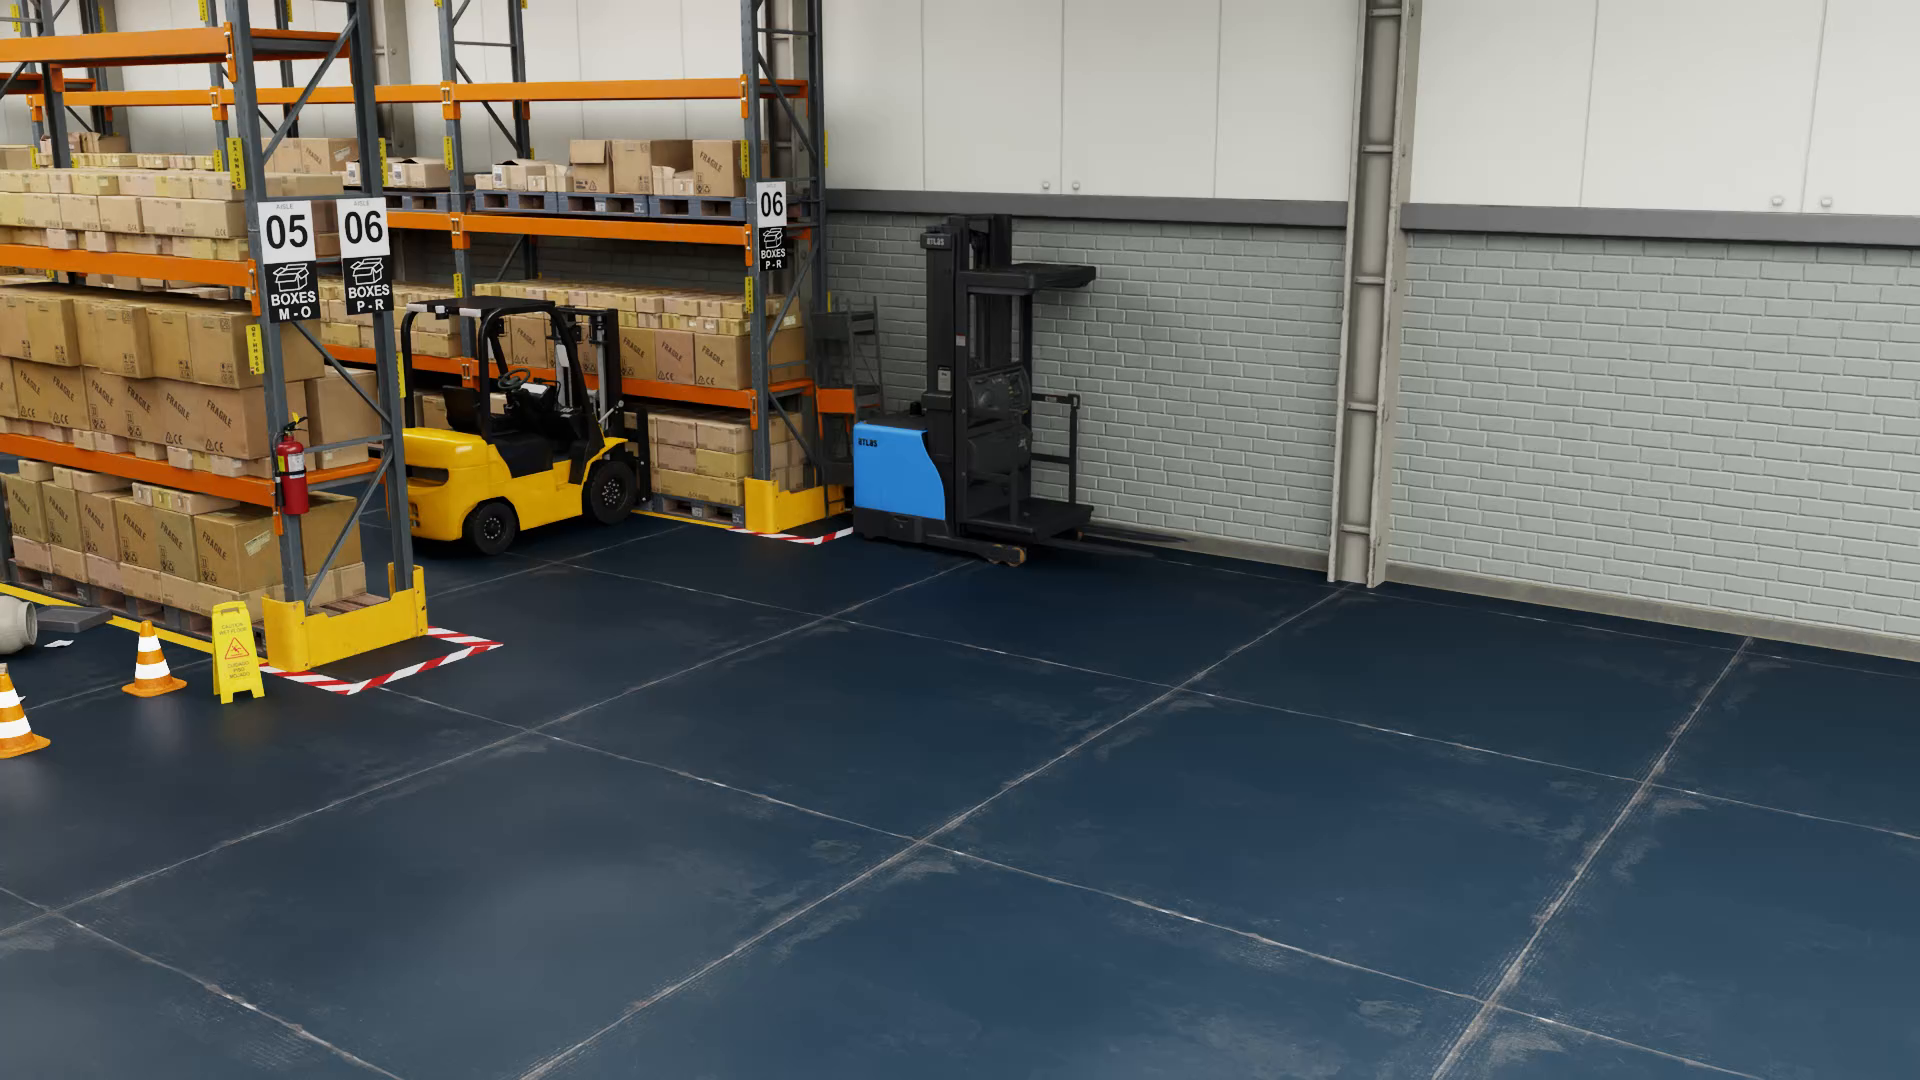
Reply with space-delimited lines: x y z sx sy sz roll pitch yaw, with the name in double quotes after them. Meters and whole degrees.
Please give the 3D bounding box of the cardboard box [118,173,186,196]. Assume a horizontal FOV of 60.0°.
-5.804 -2.559 11.967 0.250 0.149 0.380 9 16 31 "cardboard box"

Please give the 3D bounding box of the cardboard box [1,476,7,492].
-8.715 -0.290 14.775 0.625 0.372 0.950 10 17 36 "cardboard box"

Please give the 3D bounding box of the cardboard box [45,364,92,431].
-6.631 -1.142 12.794 0.500 0.500 0.500 9 17 32 "cardboard box"

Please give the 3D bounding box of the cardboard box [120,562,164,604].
-6.044 0.276 12.741 0.500 0.250 0.500 8 16 31 "cardboard box"

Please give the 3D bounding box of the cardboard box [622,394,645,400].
-3.555 -1.378 17.342 0.500 0.250 0.500 9 17 33 "cardboard box"

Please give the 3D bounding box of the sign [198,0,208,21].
-8.526 -6.017 18.723 0.005 0.325 0.100 9 17 33 "sign"

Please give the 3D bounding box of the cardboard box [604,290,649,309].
-3.284 -2.369 16.399 0.250 0.149 0.380 9 17 34 "cardboard box"

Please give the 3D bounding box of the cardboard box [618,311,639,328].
-3.115 -2.171 16.221 0.250 0.149 0.380 9 17 33 "cardboard box"

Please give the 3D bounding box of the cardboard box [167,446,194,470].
-5.494 -0.625 12.053 0.250 0.149 0.380 10 17 34 "cardboard box"

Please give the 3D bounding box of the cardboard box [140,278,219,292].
-9.689 -3.159 20.680 0.637 0.503 0.797 9 16 32 "cardboard box"

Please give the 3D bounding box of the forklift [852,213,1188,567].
0.521 -1.338 14.557 3.031 2.935 1.130 9 17 33 "forklift"

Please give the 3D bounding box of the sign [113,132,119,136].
-11.244 -5.269 22.154 0.005 0.325 0.100 9 17 33 "sign"

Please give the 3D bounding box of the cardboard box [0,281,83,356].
-7.435 -1.772 13.260 0.500 0.500 0.700 9 17 32 "cardboard box"

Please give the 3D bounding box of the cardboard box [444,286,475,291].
-5.484 -2.720 18.438 0.250 0.149 0.380 9 17 33 "cardboard box"

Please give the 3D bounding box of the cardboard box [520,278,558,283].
-4.479 -2.712 17.785 0.250 0.149 0.380 9 17 33 "cardboard box"

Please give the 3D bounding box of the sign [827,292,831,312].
-1.279 -2.219 16.004 0.005 0.325 0.100 9 17 33 "sign"

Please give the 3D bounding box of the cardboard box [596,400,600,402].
-3.848 -1.279 16.940 0.500 0.250 0.500 10 17 35 "cardboard box"

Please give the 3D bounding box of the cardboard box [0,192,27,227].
-7.034 -2.543 12.732 0.500 0.250 0.500 9 17 32 "cardboard box"

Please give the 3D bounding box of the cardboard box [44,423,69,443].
-6.935 -0.875 13.065 0.250 0.149 0.380 10 17 35 "cardboard box"

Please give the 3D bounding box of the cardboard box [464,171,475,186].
-5.507 -3.926 18.066 0.250 0.149 0.380 9 17 33 "cardboard box"

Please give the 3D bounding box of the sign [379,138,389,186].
-4.058 -2.648 11.645 0.005 0.325 0.100 9 17 33 "sign"

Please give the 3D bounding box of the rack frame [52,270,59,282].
-11.551 -3.259 22.175 0.127 3.000 1.000 9 17 33 "rack frame"

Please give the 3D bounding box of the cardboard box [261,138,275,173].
-7.766 -4.334 18.984 0.500 0.500 0.500 9 17 33 "cardboard box"

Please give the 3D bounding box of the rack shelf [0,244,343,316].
-6.020 -2.035 12.483 4.000 0.370 1.077 9 17 33 "rack shelf"

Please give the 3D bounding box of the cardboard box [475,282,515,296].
-4.813 -2.592 17.303 0.250 0.149 0.380 10 17 34 "cardboard box"

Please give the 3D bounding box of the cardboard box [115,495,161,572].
-6.021 -0.087 12.647 0.500 0.500 0.500 9 16 32 "cardboard box"

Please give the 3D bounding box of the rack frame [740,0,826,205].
-1.593 -4.562 14.953 0.127 3.000 1.000 9 17 33 "rack frame"

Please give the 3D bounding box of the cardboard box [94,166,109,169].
-10.470 -4.554 20.604 0.250 0.149 0.380 10 17 34 "cardboard box"

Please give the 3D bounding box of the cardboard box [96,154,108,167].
-10.440 -4.704 20.588 0.250 0.149 0.380 9 17 33 "cardboard box"

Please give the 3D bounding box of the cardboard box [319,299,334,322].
-7.161 -2.644 18.958 0.500 0.250 0.500 9 16 31 "cardboard box"

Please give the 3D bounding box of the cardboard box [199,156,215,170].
-8.682 -4.431 19.530 0.250 0.149 0.380 10 17 35 "cardboard box"

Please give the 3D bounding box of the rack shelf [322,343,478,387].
-6.572 -2.106 19.011 4.000 0.370 1.077 9 17 33 "rack shelf"

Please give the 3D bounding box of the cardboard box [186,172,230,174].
-5.529 -2.660 12.374 0.250 0.149 0.380 10 17 34 "cardboard box"

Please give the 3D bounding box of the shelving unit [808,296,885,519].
-1.042 -1.252 15.864 0.503 2.100 0.431 5 14 39 "shelving unit"

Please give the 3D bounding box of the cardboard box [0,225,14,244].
-7.373 -2.393 12.955 0.250 0.149 0.380 9 17 33 "cardboard box"

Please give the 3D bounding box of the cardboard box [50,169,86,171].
-7.036 -2.899 13.340 0.250 0.149 0.380 9 16 31 "cardboard box"

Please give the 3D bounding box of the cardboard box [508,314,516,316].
-4.579 -2.420 17.227 0.250 0.149 0.380 10 17 34 "cardboard box"

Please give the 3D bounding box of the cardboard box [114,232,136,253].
-5.860 -2.163 12.028 0.250 0.149 0.380 9 16 31 "cardboard box"

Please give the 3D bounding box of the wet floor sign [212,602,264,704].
-4.800 0.722 10.992 0.267 0.644 0.232 -10 17 -35 "wet floor sign"

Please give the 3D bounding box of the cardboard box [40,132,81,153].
-11.495 -5.081 21.252 0.258 0.266 0.396 9 17 32 "cardboard box"

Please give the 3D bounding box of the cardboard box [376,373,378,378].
-7.175 -1.602 19.546 0.625 0.625 0.875 10 17 35 "cardboard box"

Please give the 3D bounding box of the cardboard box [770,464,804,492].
-1.892 -0.624 16.377 0.500 0.250 0.500 9 17 33 "cardboard box"

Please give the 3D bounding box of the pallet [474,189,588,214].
-4.190 -3.490 17.050 1.213 0.211 1.003 9 17 33 "pallet"

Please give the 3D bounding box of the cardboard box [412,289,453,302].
-5.718 -2.626 18.057 0.250 0.149 0.380 9 17 33 "cardboard box"

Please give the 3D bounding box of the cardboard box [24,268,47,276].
-12.638 -3.948 23.088 0.500 0.500 0.500 9 16 31 "cardboard box"

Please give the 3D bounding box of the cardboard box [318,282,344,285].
-7.232 -2.860 19.002 0.250 0.149 0.380 9 17 33 "cardboard box"

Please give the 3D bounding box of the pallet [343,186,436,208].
-6.689 -3.865 18.771 1.213 0.211 1.003 10 17 35 "pallet"

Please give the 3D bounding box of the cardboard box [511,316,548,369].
-4.248 -2.057 17.109 0.500 0.500 0.500 10 17 34 "cardboard box"

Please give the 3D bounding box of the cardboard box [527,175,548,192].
-4.072 -3.549 16.544 0.250 0.149 0.380 10 17 34 "cardboard box"

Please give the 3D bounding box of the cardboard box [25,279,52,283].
-12.109 -3.351 22.236 0.500 0.250 0.500 10 17 34 "cardboard box"

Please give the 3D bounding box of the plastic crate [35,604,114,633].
-6.834 0.595 12.680 0.583 0.080 0.402 3 14 14 "plastic crate"

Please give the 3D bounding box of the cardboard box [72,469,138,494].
-6.618 -0.479 12.879 0.250 0.149 0.380 10 17 36 "cardboard box"

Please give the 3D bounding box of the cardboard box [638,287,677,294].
-3.020 -2.459 16.763 0.250 0.149 0.380 9 17 33 "cardboard box"

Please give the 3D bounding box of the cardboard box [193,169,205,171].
-8.864 -4.338 19.772 0.250 0.149 0.380 9 16 32 "cardboard box"
